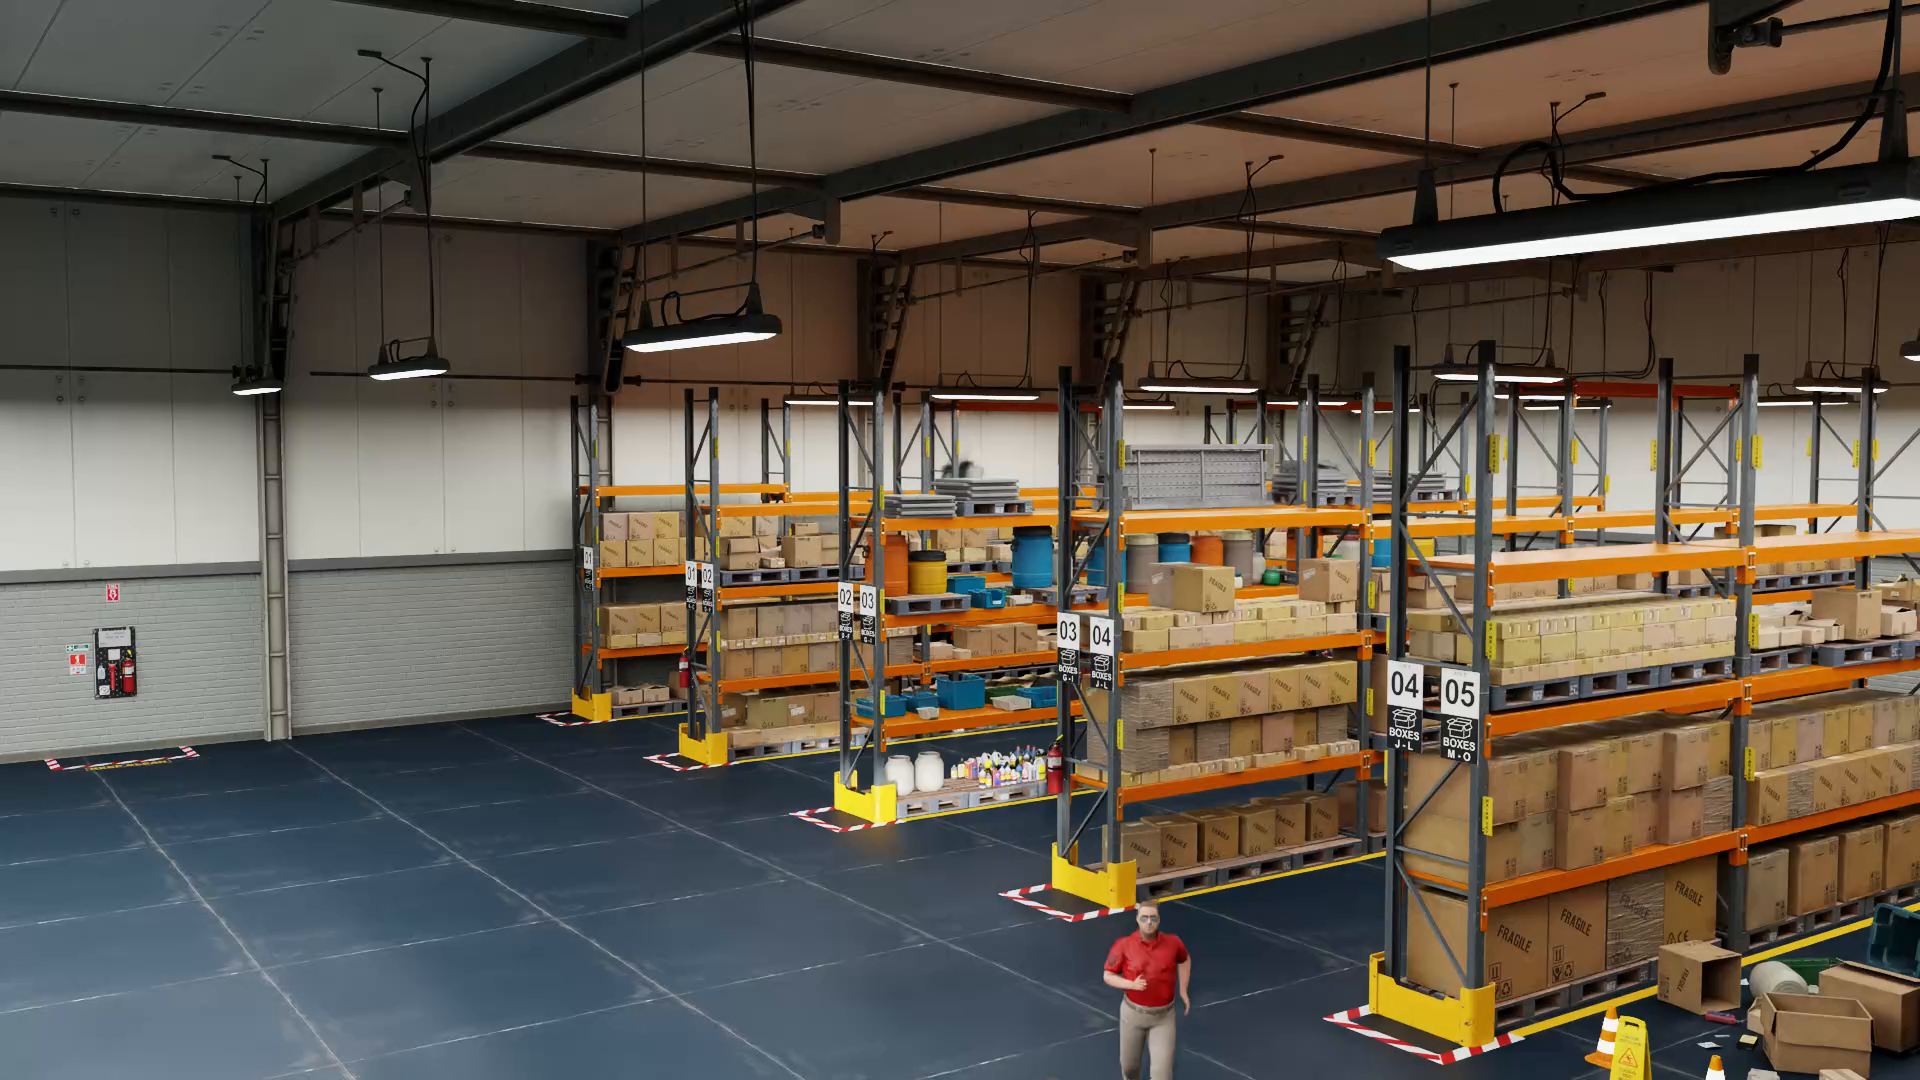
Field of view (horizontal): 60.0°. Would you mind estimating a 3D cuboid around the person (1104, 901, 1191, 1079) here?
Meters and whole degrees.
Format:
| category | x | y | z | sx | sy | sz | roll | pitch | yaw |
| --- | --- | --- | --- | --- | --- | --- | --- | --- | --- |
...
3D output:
| category | x | y | z | sx | sy | sz | roll | pitch | yaw |
| --- | --- | --- | --- | --- | --- | --- | --- | --- | --- |
| person | 1.396 | 3.537 | 12.343 | 0.663 | 1.714 | 0.987 | 0 | 3 | 3 |
